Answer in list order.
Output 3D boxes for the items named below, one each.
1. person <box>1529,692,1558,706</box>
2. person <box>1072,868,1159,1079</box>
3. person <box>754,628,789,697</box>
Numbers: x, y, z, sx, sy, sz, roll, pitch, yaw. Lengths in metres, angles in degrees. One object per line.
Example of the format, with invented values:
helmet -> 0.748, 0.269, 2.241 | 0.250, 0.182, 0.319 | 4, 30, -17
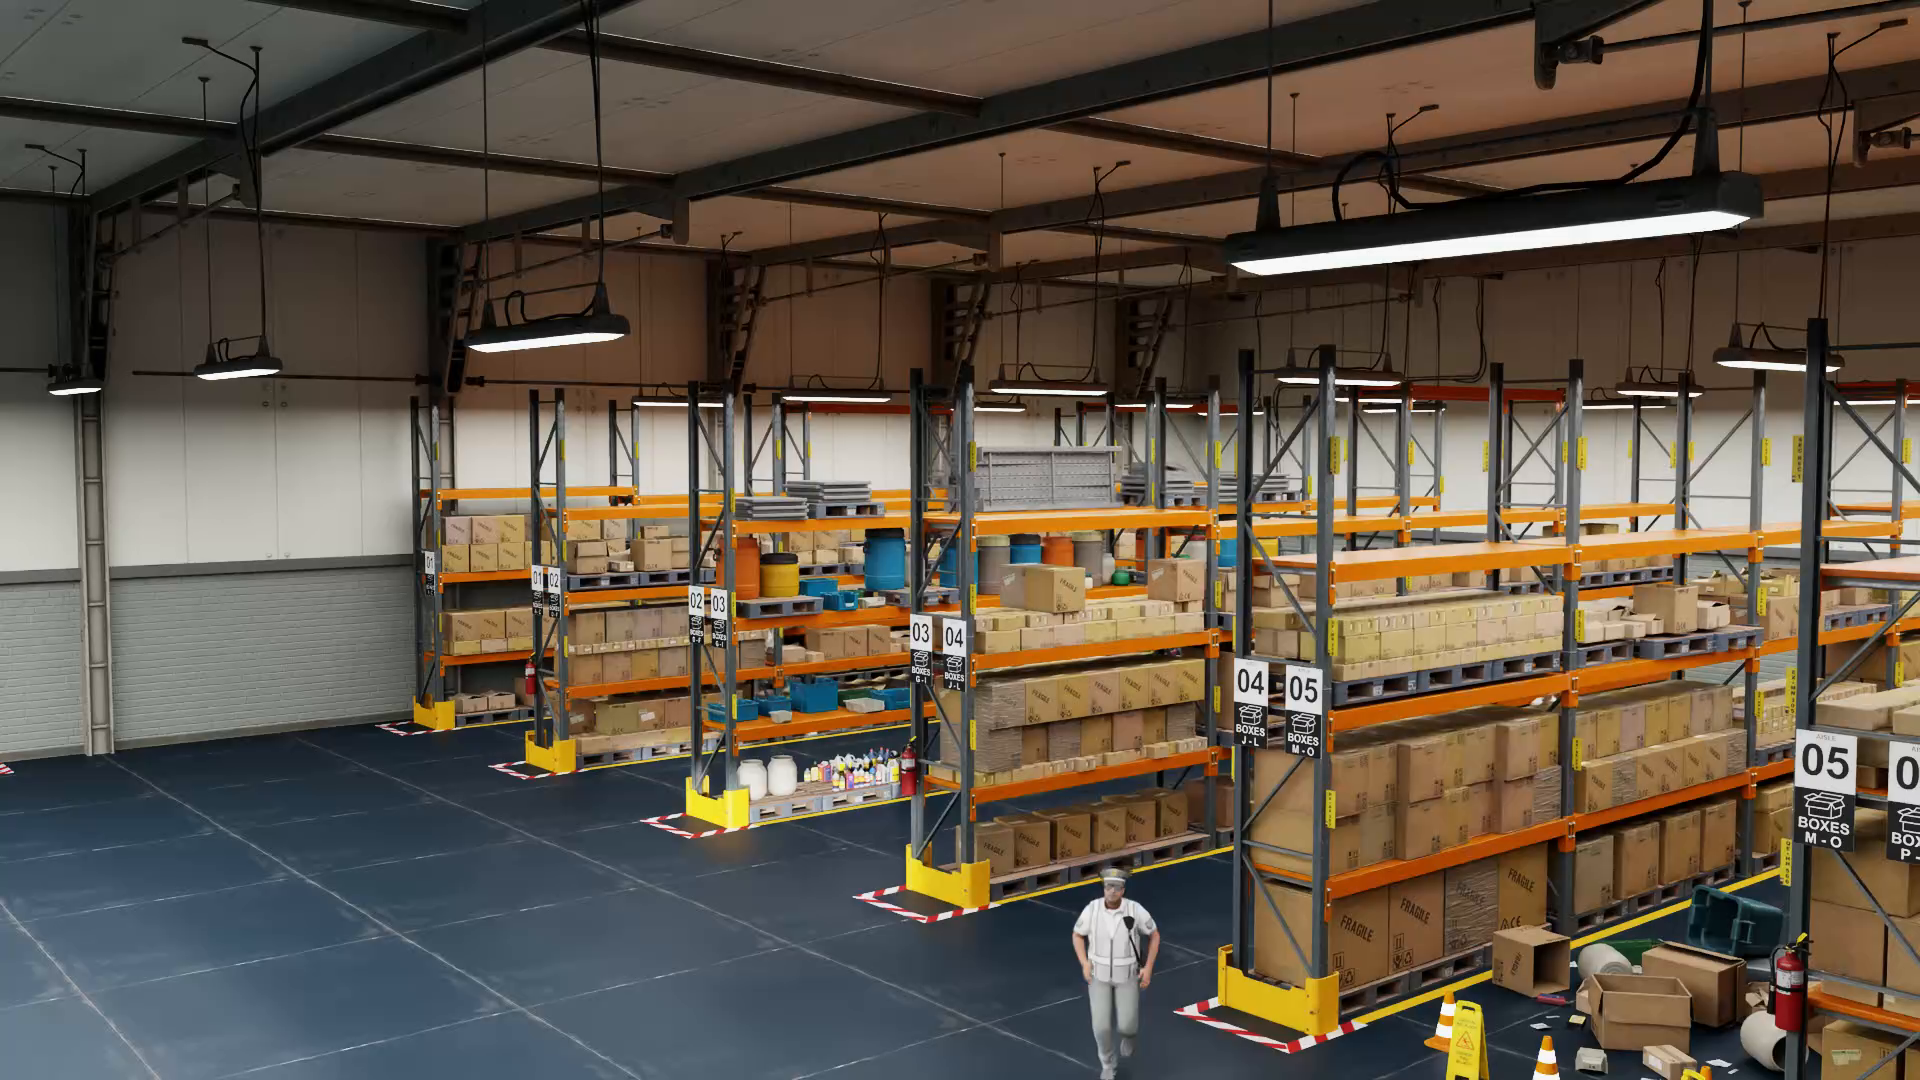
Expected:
person -> 8.366, 2.886, 23.687 | 0.723, 1.750, 0.703 | -3, 5, -42
person -> 1.260, 3.495, 13.507 | 0.708, 1.733, 0.630 | 1, 3, 10
person -> -3.726, 2.315, 31.923 | 0.599, 1.688, 0.956 | 3, 5, 44
